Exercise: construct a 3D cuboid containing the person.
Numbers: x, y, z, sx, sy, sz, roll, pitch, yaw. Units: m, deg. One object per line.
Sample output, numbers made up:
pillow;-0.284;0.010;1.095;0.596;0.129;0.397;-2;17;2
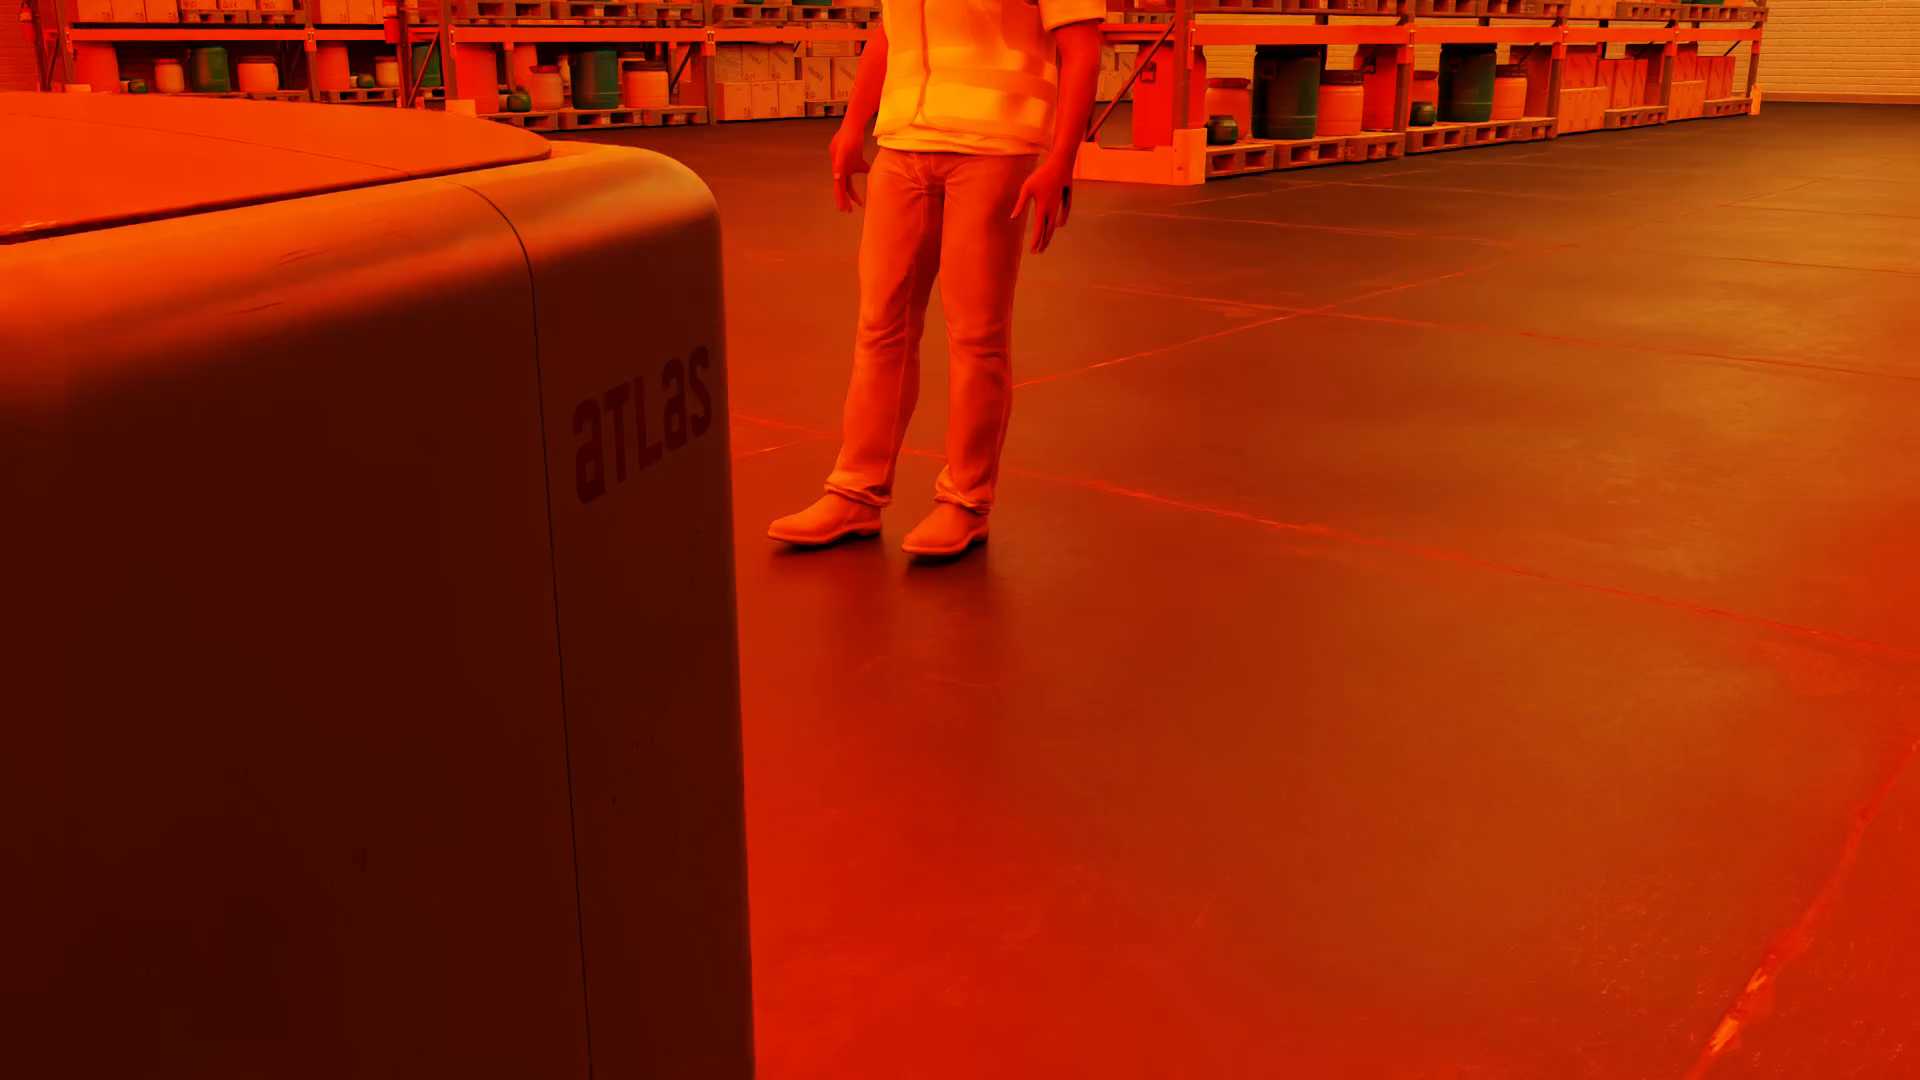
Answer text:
person;-0.049;-0.838;3.636;0.665;1.765;0.577;13;21;37
